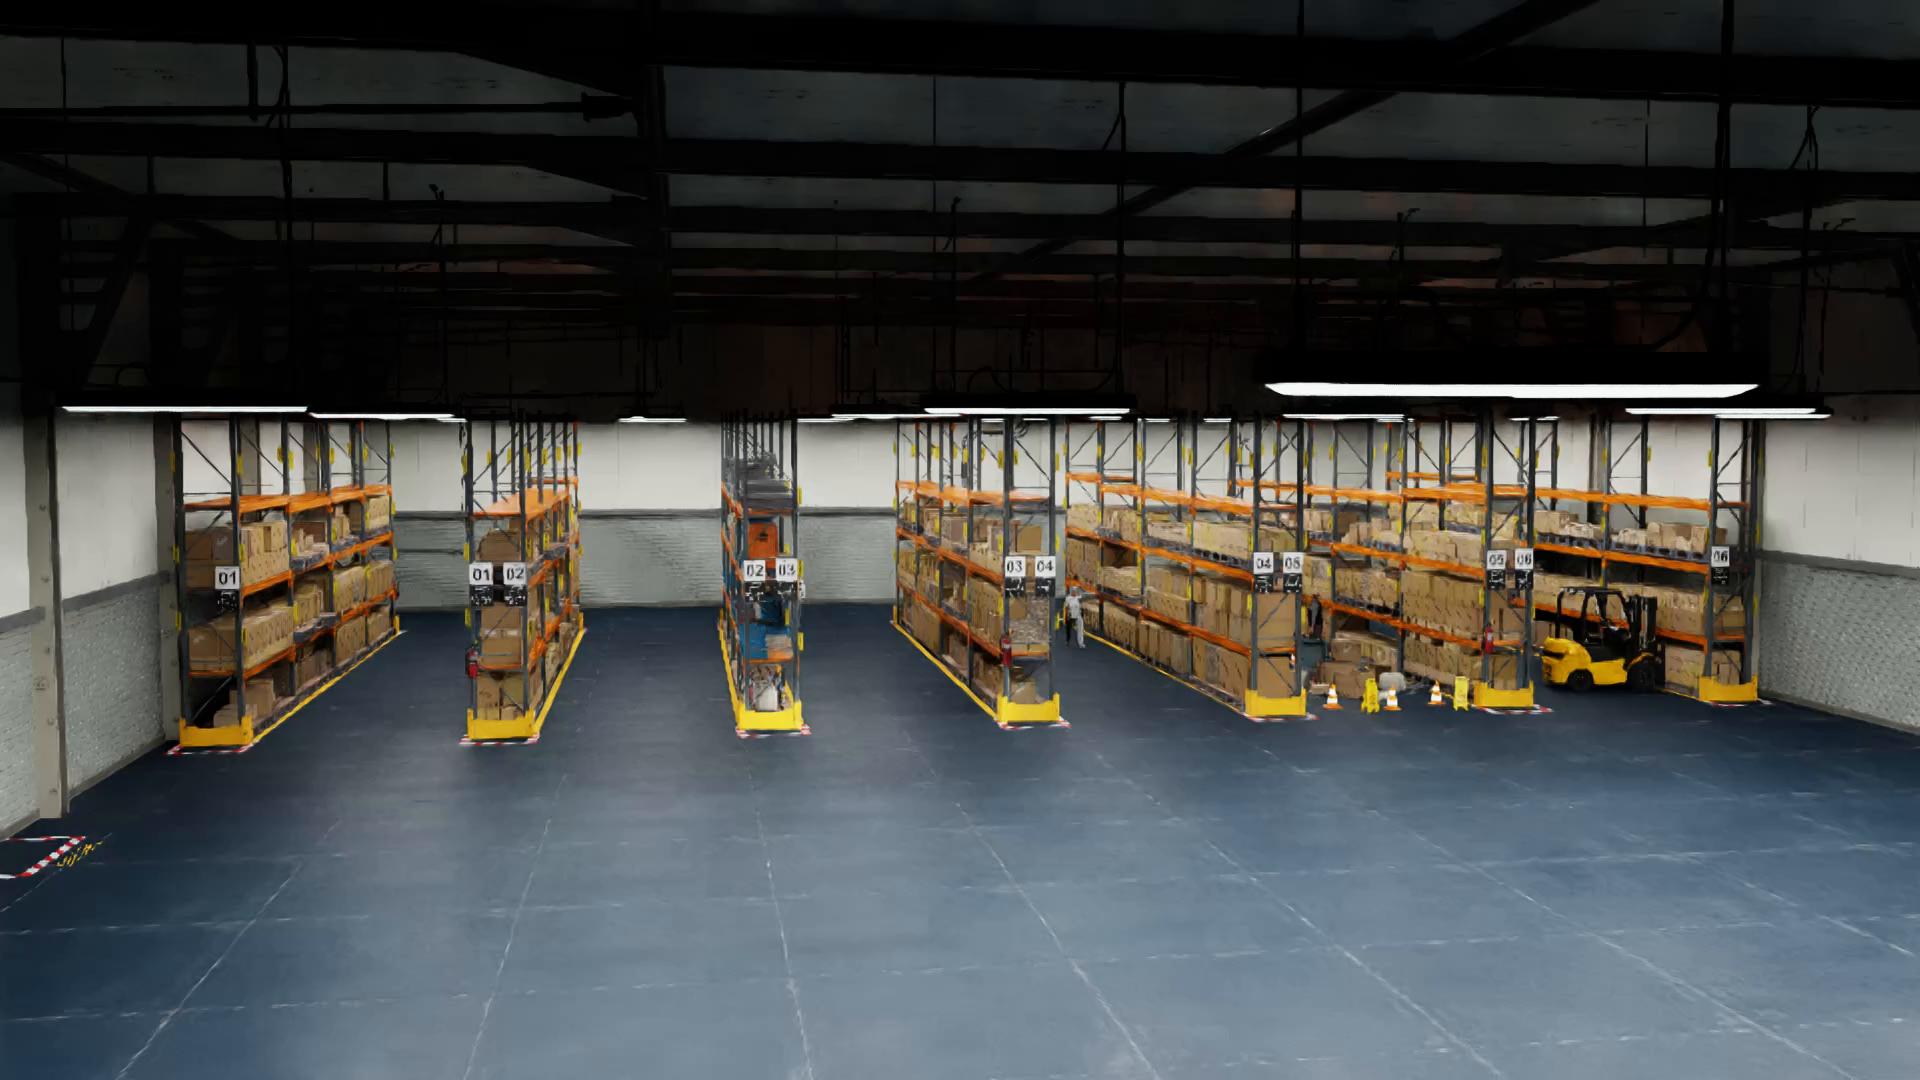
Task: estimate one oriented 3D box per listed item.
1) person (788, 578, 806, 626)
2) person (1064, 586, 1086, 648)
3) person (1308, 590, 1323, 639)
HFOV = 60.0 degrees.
[{"bbox_3d":[-4.683,1.632,47.135,0.639,1.628,0.506,-1,4,-12],"label":"person"},{"bbox_3d":[2.922,1.946,42.640,0.497,1.583,1.090,0,4,-7],"label":"person"},{"bbox_3d":[8.489,2.063,39.935,0.576,1.718,0.626,1,4,13],"label":"person"}]
